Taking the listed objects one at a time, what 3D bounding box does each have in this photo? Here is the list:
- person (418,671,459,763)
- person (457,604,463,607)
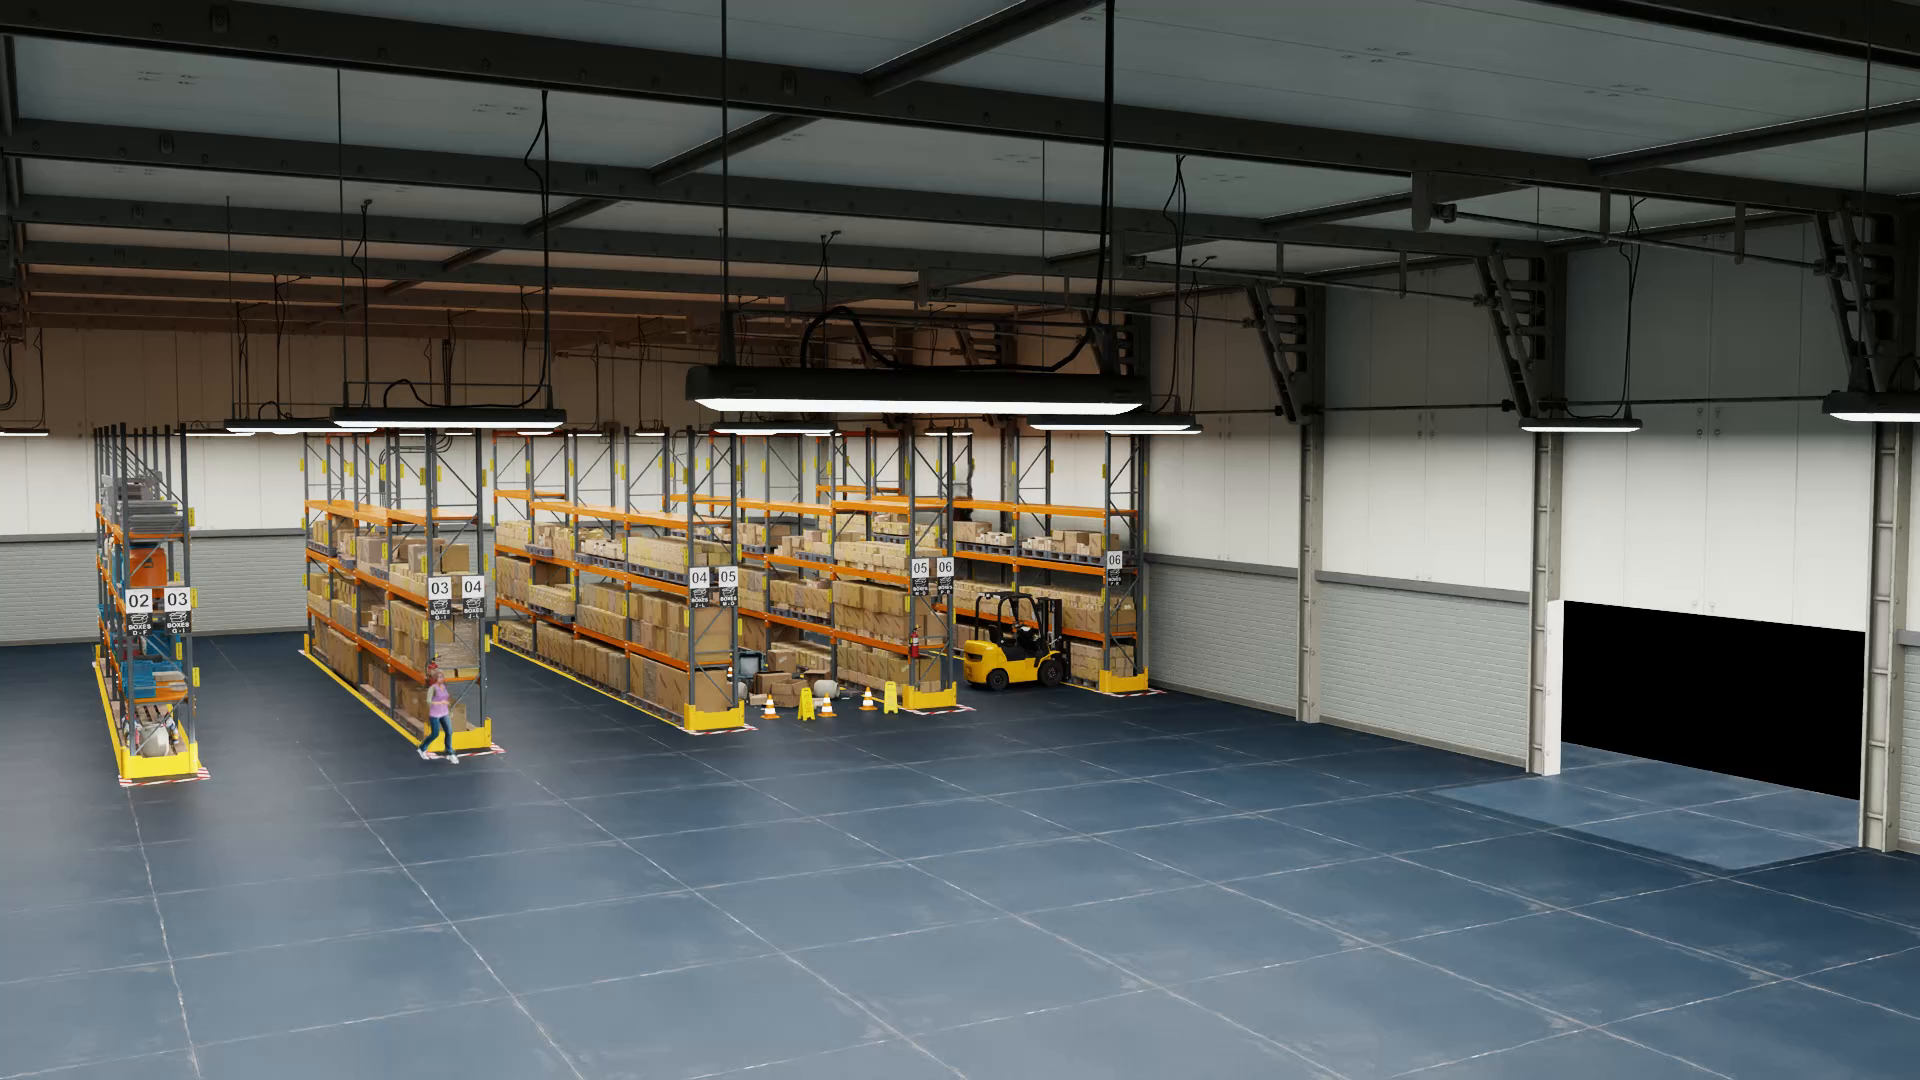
[{"bbox_3d":[-9.250,3.133,29.422,0.769,1.624,0.544,2,4,24],"label":"person"},{"bbox_3d":[-14.251,2.058,47.215,0.784,1.624,0.556,2,4,34],"label":"person"}]
